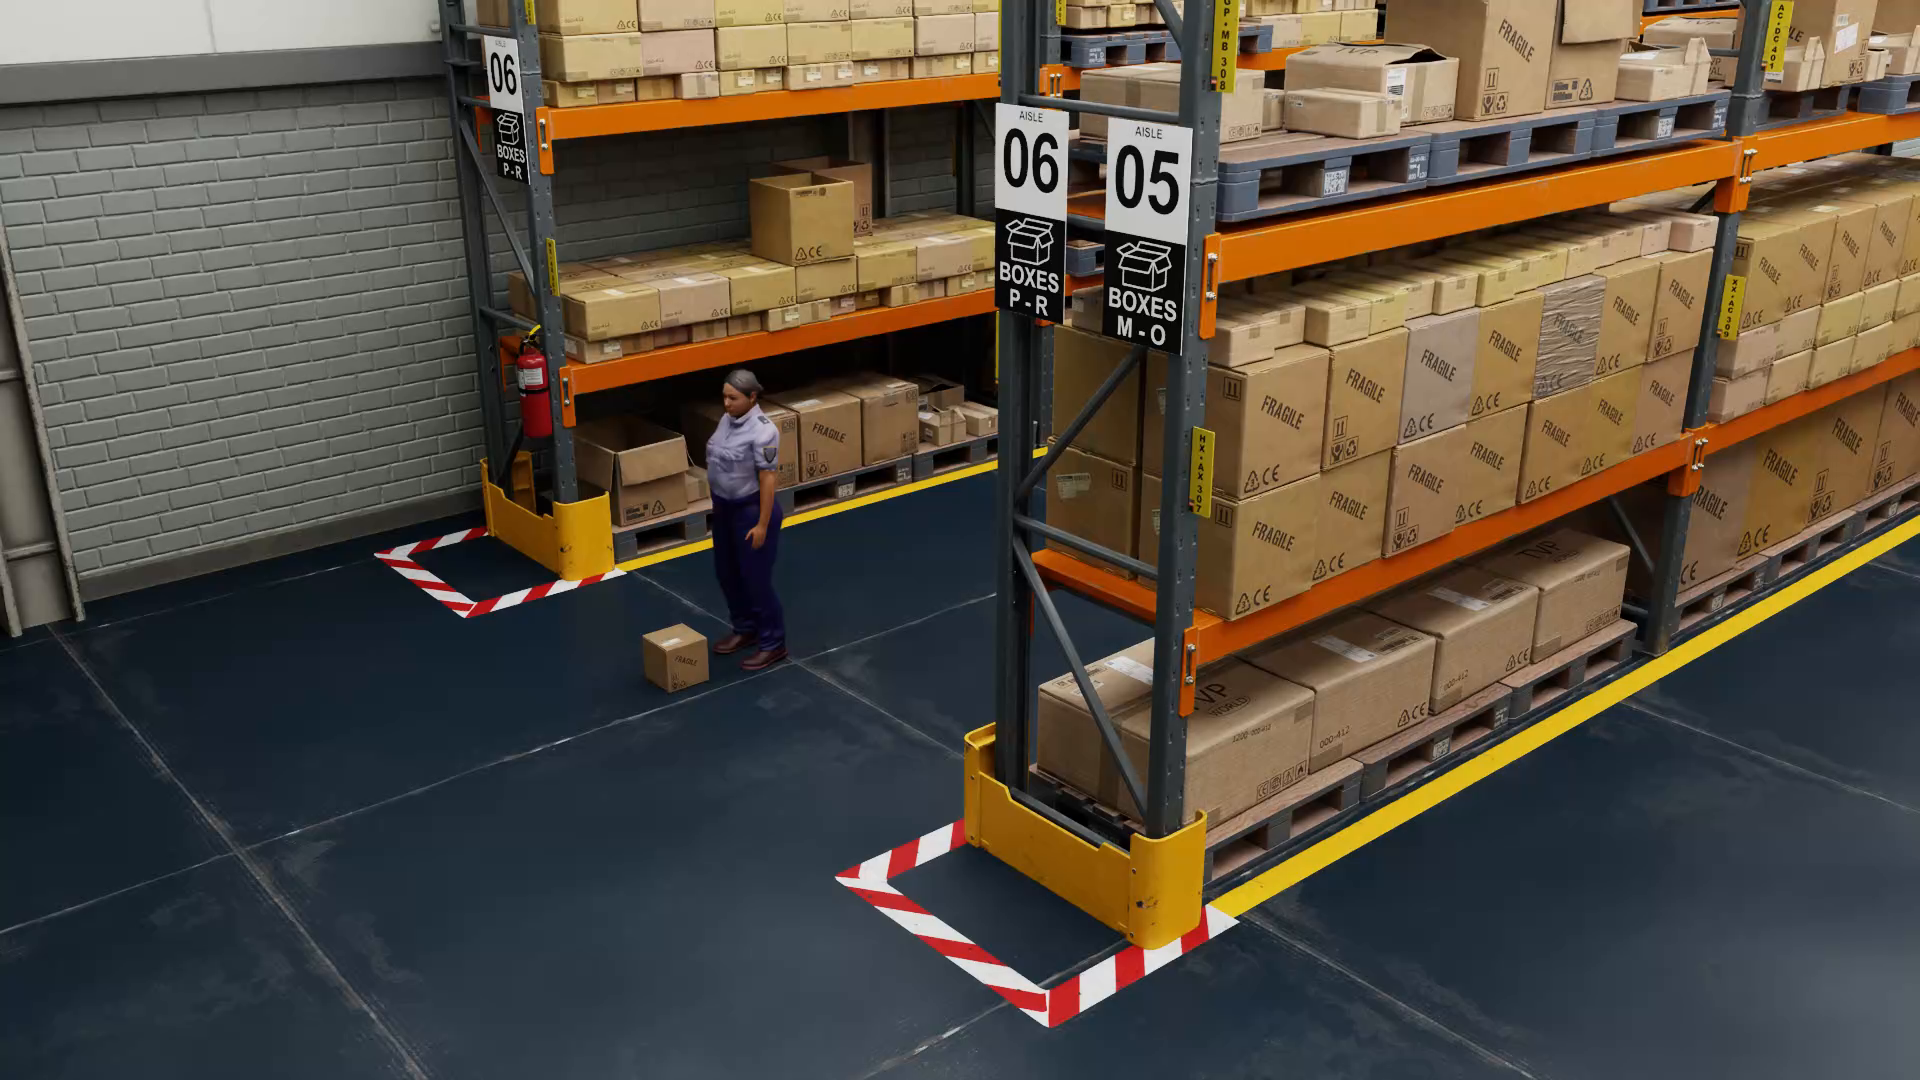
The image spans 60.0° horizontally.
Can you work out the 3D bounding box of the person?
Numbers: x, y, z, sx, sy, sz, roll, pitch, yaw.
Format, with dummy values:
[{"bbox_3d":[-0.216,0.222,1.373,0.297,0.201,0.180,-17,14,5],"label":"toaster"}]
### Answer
[{"bbox_3d":[-1.149,-0.120,8.930,0.342,1.641,0.470,-17,27,-36],"label":"person"}]
